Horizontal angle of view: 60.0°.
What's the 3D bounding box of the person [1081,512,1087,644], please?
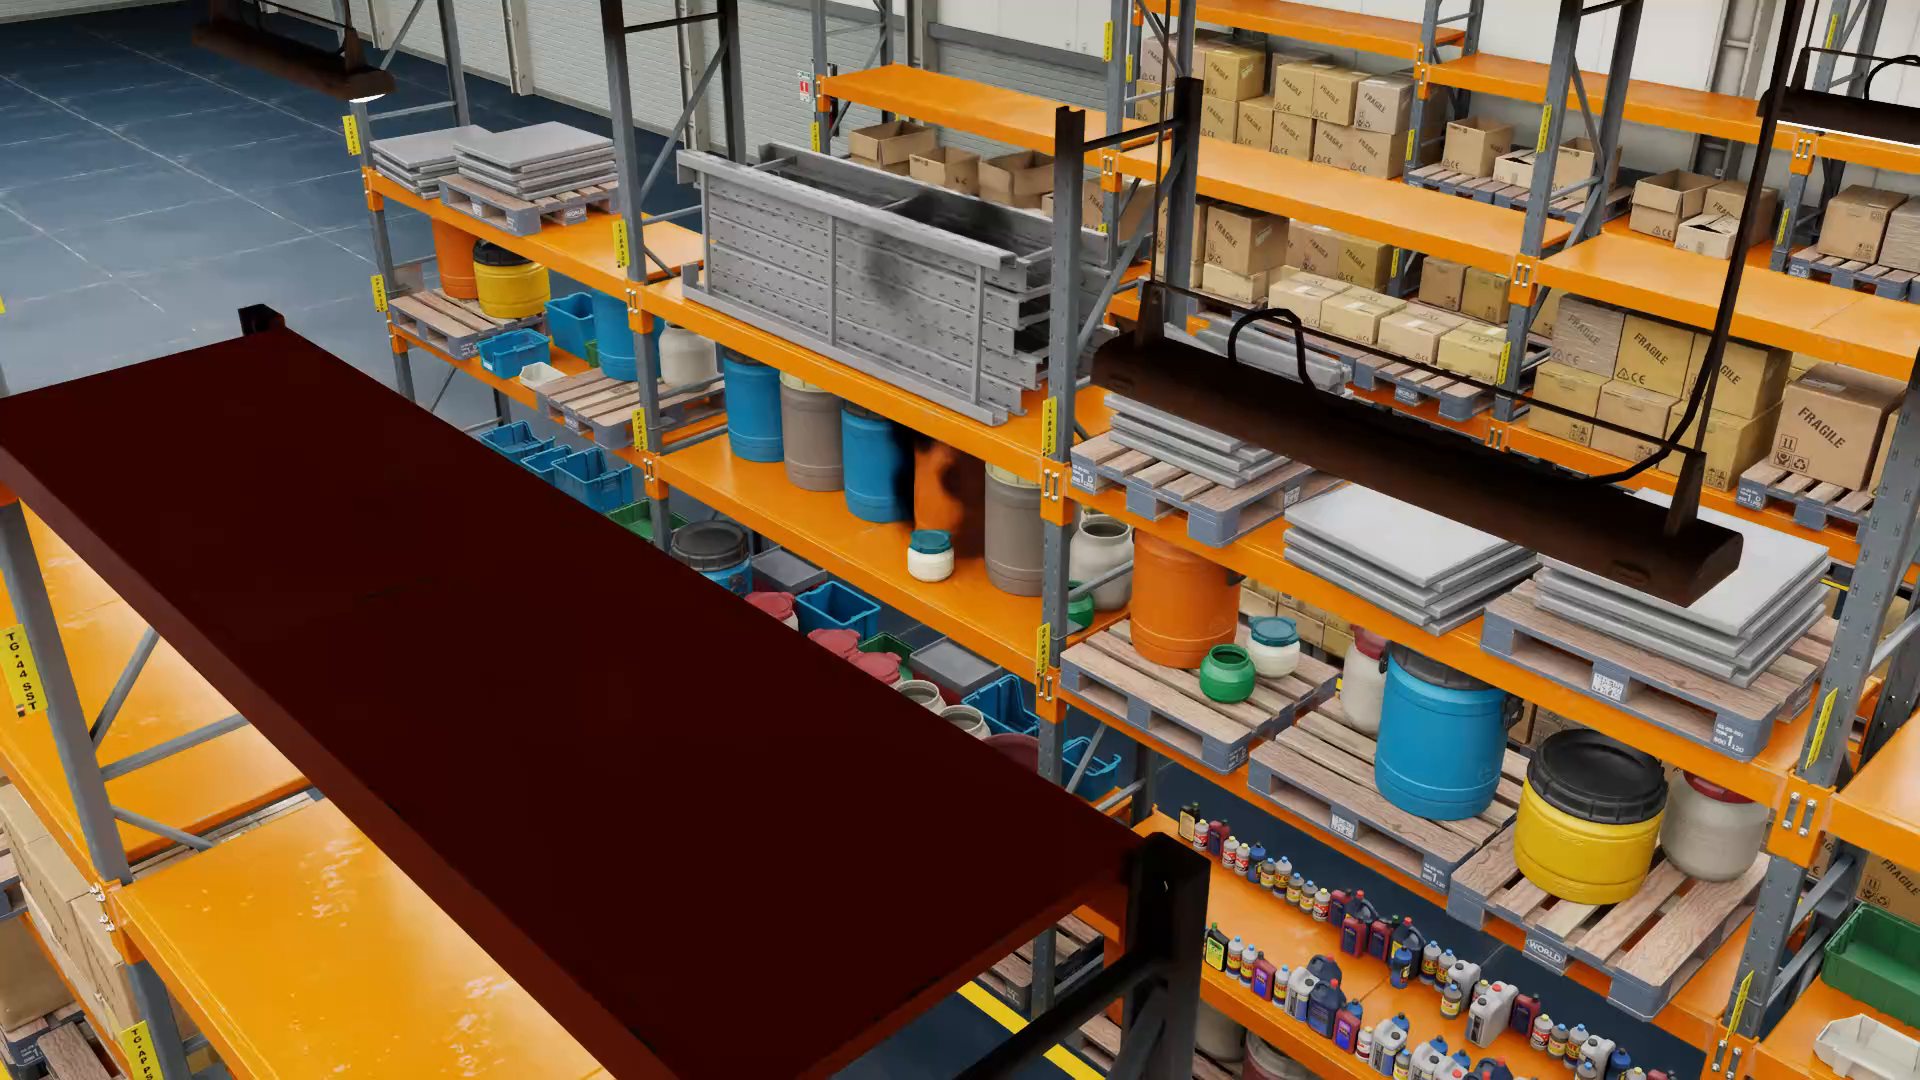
[{"bbox_3d":[0.861,0.324,13.841,0.771,1.737,0.614,23,36,36],"label":"person"}]
